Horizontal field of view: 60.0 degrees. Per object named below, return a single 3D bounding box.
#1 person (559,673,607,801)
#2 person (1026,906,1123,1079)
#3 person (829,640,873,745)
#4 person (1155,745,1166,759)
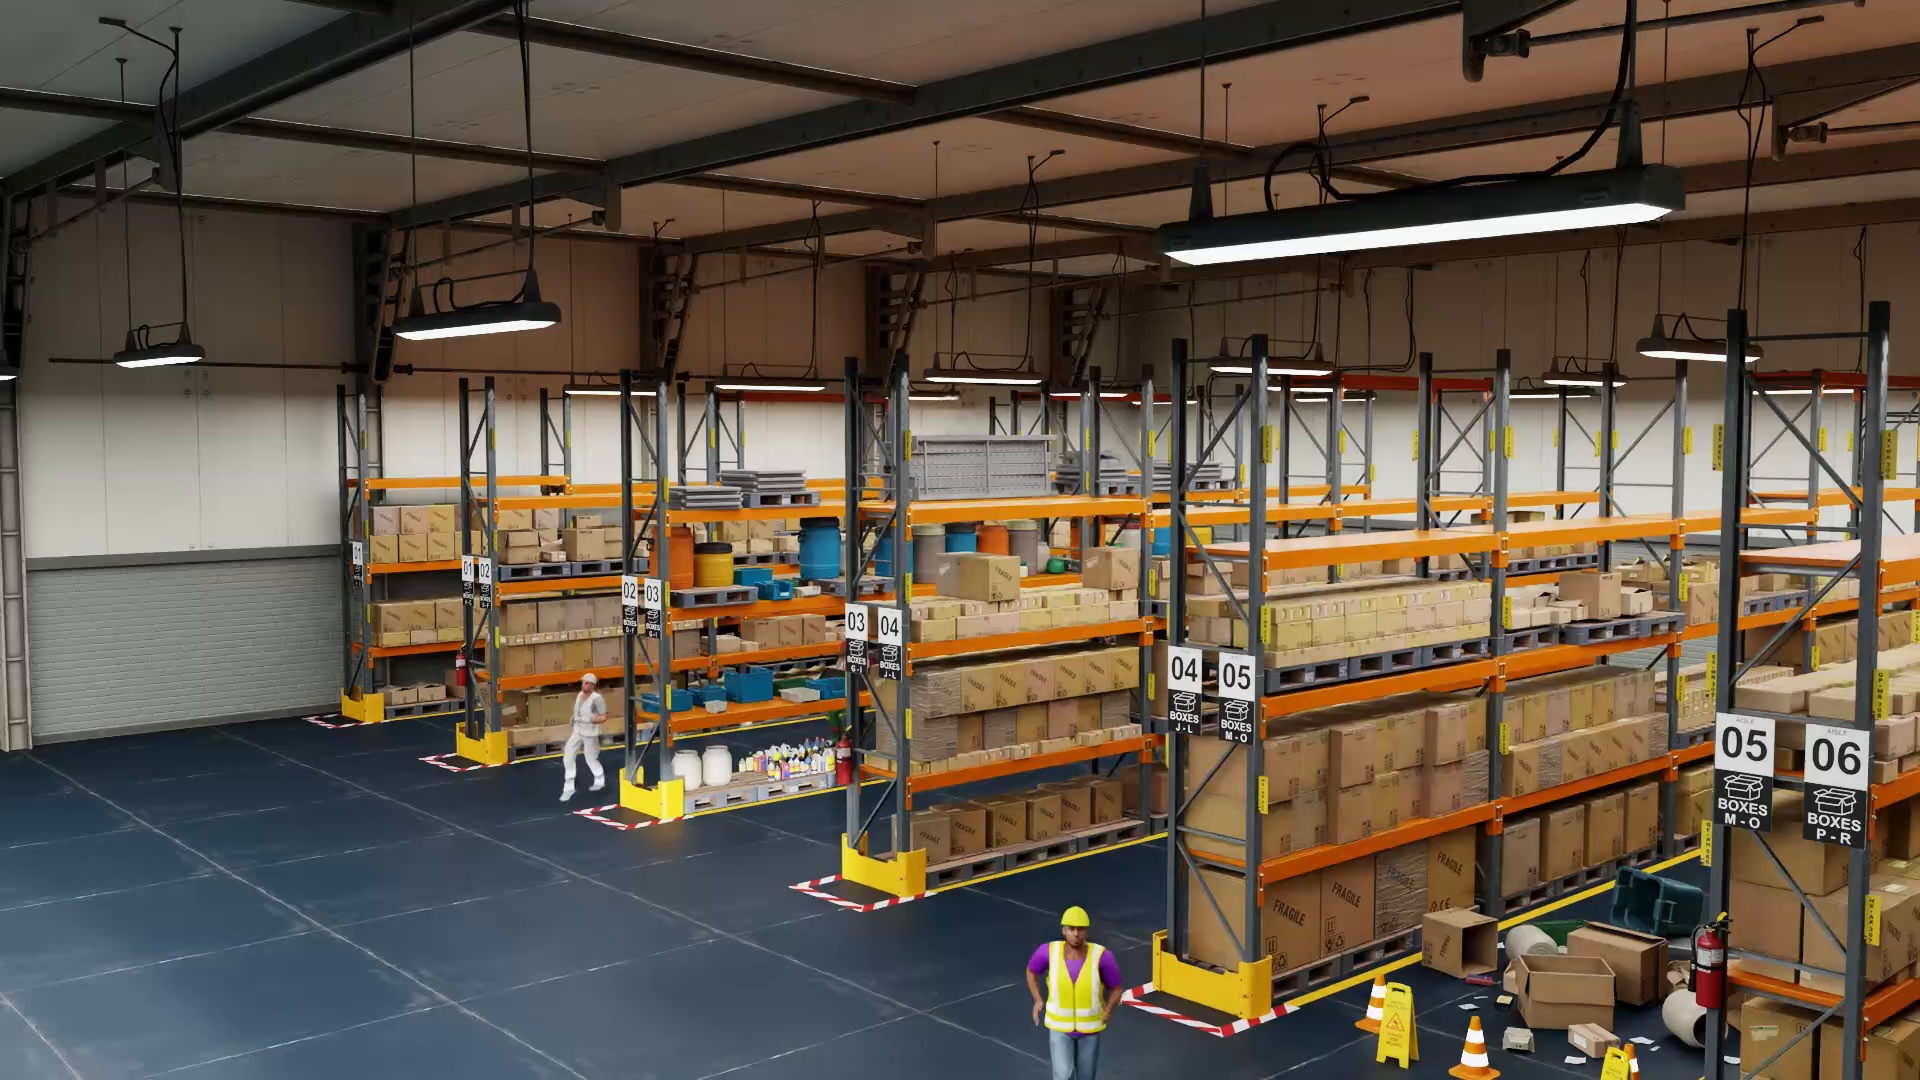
[{"bbox_3d":[-5.185,2.767,23.359,0.682,1.841,0.763,2,4,30],"label":"person"},{"bbox_3d":[0.823,3.504,11.959,0.699,1.769,0.933,0,4,2],"label":"person"},{"bbox_3d":[-1.836,2.503,27.041,0.880,1.763,0.688,-3,5,-35],"label":"person"},{"bbox_3d":[2.980,2.719,24.302,0.702,1.738,0.640,-3,5,-41],"label":"person"}]
